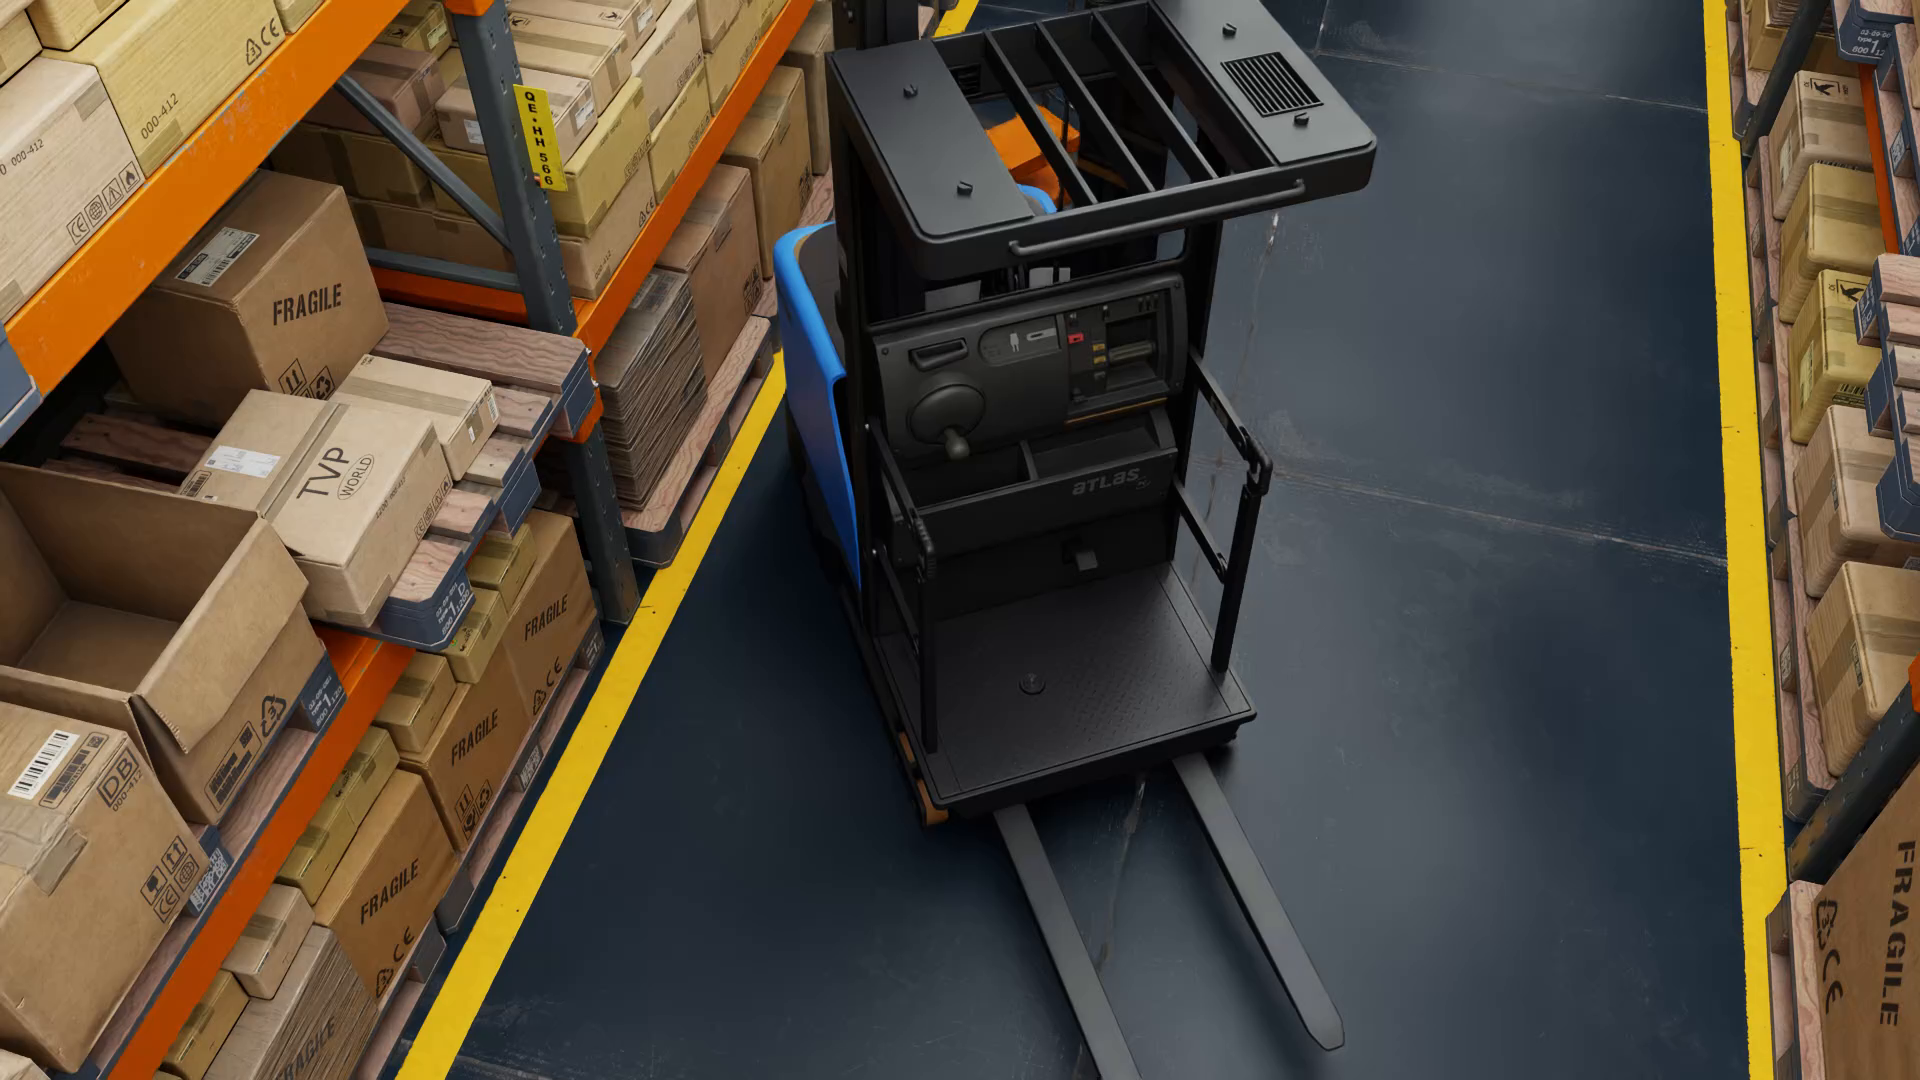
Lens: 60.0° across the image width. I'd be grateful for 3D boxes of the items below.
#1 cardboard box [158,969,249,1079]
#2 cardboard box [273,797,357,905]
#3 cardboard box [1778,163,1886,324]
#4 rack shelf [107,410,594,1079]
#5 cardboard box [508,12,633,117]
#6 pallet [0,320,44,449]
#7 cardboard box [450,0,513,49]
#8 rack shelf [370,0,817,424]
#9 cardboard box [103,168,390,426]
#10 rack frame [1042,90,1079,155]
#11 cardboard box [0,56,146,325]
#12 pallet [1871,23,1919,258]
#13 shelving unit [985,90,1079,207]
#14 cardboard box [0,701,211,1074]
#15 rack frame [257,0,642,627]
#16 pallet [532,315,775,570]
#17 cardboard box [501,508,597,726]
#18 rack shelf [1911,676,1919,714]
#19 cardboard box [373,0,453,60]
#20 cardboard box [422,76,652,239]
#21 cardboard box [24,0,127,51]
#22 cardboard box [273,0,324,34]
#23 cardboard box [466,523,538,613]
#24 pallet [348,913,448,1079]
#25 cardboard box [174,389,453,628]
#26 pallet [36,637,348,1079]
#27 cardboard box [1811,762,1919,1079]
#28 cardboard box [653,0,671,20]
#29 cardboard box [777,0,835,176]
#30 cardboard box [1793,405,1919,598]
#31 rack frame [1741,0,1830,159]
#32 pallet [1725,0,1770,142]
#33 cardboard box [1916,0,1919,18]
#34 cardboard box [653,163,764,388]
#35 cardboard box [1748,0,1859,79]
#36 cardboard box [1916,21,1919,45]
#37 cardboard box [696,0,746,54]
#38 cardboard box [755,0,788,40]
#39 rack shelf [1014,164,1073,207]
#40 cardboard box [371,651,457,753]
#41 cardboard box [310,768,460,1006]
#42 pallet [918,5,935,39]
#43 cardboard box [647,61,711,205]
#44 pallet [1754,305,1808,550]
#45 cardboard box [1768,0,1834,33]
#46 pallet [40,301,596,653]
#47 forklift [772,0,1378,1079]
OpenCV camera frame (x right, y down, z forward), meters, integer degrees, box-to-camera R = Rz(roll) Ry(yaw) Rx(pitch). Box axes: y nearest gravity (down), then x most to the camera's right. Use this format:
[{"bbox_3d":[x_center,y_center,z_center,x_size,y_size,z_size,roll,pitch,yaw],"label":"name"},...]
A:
[{"bbox_3d":[-2.034,1.178,4.164,0.380,0.149,0.250,12,50,10],"label":"cardboard box"},{"bbox_3d":[-1.876,0.805,4.493,0.380,0.149,0.250,11,49,9],"label":"cardboard box"},{"bbox_3d":[3.863,-1.109,6.701,0.950,0.372,0.625,14,50,12],"label":"cardboard box"},{"bbox_3d":[-2.185,0.861,3.969,1.077,0.370,4.000,12,50,10],"label":"rack shelf"},{"bbox_3d":[-1.221,-1.437,5.018,0.380,0.149,0.250,13,50,11],"label":"cardboard box"},{"bbox_3d":[-2.202,-0.069,2.435,1.213,0.211,1.003,12,50,10],"label":"pallet"},{"bbox_3d":[-1.675,-1.689,5.507,0.500,0.250,0.500,12,50,10],"label":"cardboard box"},{"bbox_3d":[-1.132,-2.032,6.523,1.077,0.370,4.000,12,50,10],"label":"rack shelf"},{"bbox_3d":[-1.945,-0.654,4.480,0.500,0.500,0.500,14,50,12],"label":"cardboard box"},{"bbox_3d":[0.391,-1.285,6.584,0.015,1.200,0.240,-31,55,-24],"label":"rack frame"},{"bbox_3d":[-1.822,-0.622,2.897,0.500,0.250,0.500,12,50,10],"label":"cardboard box"},{"bbox_3d":[3.613,-1.223,5.457,1.003,0.211,1.213,12,50,10],"label":"pallet"},{"bbox_3d":[0.200,-1.171,6.483,0.503,1.200,0.258,-31,55,-24],"label":"shelving unit"},{"bbox_3d":[-2.025,0.650,3.329,0.700,0.500,0.500,11,50,10],"label":"cardboard box"},{"bbox_3d":[-1.658,-0.824,4.976,1.000,3.000,0.127,12,50,10],"label":"rack frame"},{"bbox_3d":[-1.404,-0.489,6.540,1.003,0.211,1.213,12,50,10],"label":"pallet"},{"bbox_3d":[-1.562,0.213,5.449,0.500,0.500,0.500,13,50,11],"label":"cardboard box"},{"bbox_3d":[2.605,1.838,3.107,1.077,0.370,4.000,12,50,10],"label":"rack shelf"},{"bbox_3d":[-1.807,-1.558,5.125,0.380,0.149,0.250,13,50,11],"label":"cardboard box"},{"bbox_3d":[-1.282,-1.207,5.081,0.500,0.250,0.500,12,50,10],"label":"cardboard box"},{"bbox_3d":[-1.723,-1.037,2.998,0.380,0.149,0.250,12,50,10],"label":"cardboard box"},{"bbox_3d":[-1.559,-1.347,3.538,0.500,0.250,0.500,10,49,9],"label":"cardboard box"},{"bbox_3d":[-1.544,0.057,5.153,0.380,0.149,0.250,9,49,8],"label":"cardboard box"},{"bbox_3d":[-2.214,1.511,4.775,1.003,0.211,1.213,12,50,10],"label":"pallet"},{"bbox_3d":[-1.624,-0.086,4.145,0.500,0.250,0.500,9,49,8],"label":"cardboard box"},{"bbox_3d":[-2.166,0.647,3.806,1.003,0.211,1.213,12,50,10],"label":"pallet"},{"bbox_3d":[2.869,1.201,4.327,0.875,0.875,0.875,11,50,10],"label":"cardboard box"},{"bbox_3d":[-1.122,-1.820,5.356,0.380,0.149,0.250,12,50,10],"label":"cardboard box"},{"bbox_3d":[-0.944,-2.131,7.434,0.875,0.625,0.625,11,50,10],"label":"cardboard box"},{"bbox_3d":[3.476,-0.058,5.773,0.950,0.372,0.625,11,49,9],"label":"cardboard box"},{"bbox_3d":[4.184,-2.740,6.668,1.000,3.000,0.127,12,50,10],"label":"rack frame"},{"bbox_3d":[4.327,-2.310,8.148,1.003,0.211,1.213,12,50,10],"label":"pallet"},{"bbox_3d":[3.510,-2.011,5.479,0.500,0.500,0.500,11,50,10],"label":"cardboard box"},{"bbox_3d":[-1.316,-1.099,6.523,0.875,0.625,0.625,13,50,11],"label":"cardboard box"},{"bbox_3d":[4.081,-2.450,7.965,0.500,0.250,0.500,14,50,12],"label":"cardboard box"},{"bbox_3d":[3.484,-1.703,5.640,0.380,0.149,0.250,12,50,10],"label":"cardboard box"},{"bbox_3d":[-1.018,-1.949,5.736,0.500,0.250,0.500,10,49,9],"label":"cardboard box"},{"bbox_3d":[-0.902,-2.158,6.254,0.500,0.250,0.500,13,50,11],"label":"cardboard box"},{"bbox_3d":[0.200,-1.275,6.366,0.480,0.148,0.258,-31,55,-24],"label":"rack shelf"},{"bbox_3d":[-1.698,0.442,4.813,0.380,0.149,0.250,10,49,9],"label":"cardboard box"},{"bbox_3d":[-1.839,0.952,4.796,0.500,0.500,0.500,14,50,12],"label":"cardboard box"},{"bbox_3d":[-0.762,-2.254,8.098,1.003,0.211,1.213,12,50,10],"label":"pallet"},{"bbox_3d":[-1.169,-1.409,5.593,0.500,0.250,0.500,11,49,9],"label":"cardboard box"},{"bbox_3d":[3.662,-0.369,6.435,1.003,0.211,1.213,12,50,10],"label":"pallet"},{"bbox_3d":[4.081,-2.698,7.684,0.500,0.500,0.500,11,49,10],"label":"cardboard box"},{"bbox_3d":[-1.769,-0.256,4.603,1.213,0.211,1.003,12,50,10],"label":"pallet"},{"bbox_3d":[0.287,-0.392,4.641,1.130,2.935,3.031,-14,50,-12],"label":"forklift"}]
